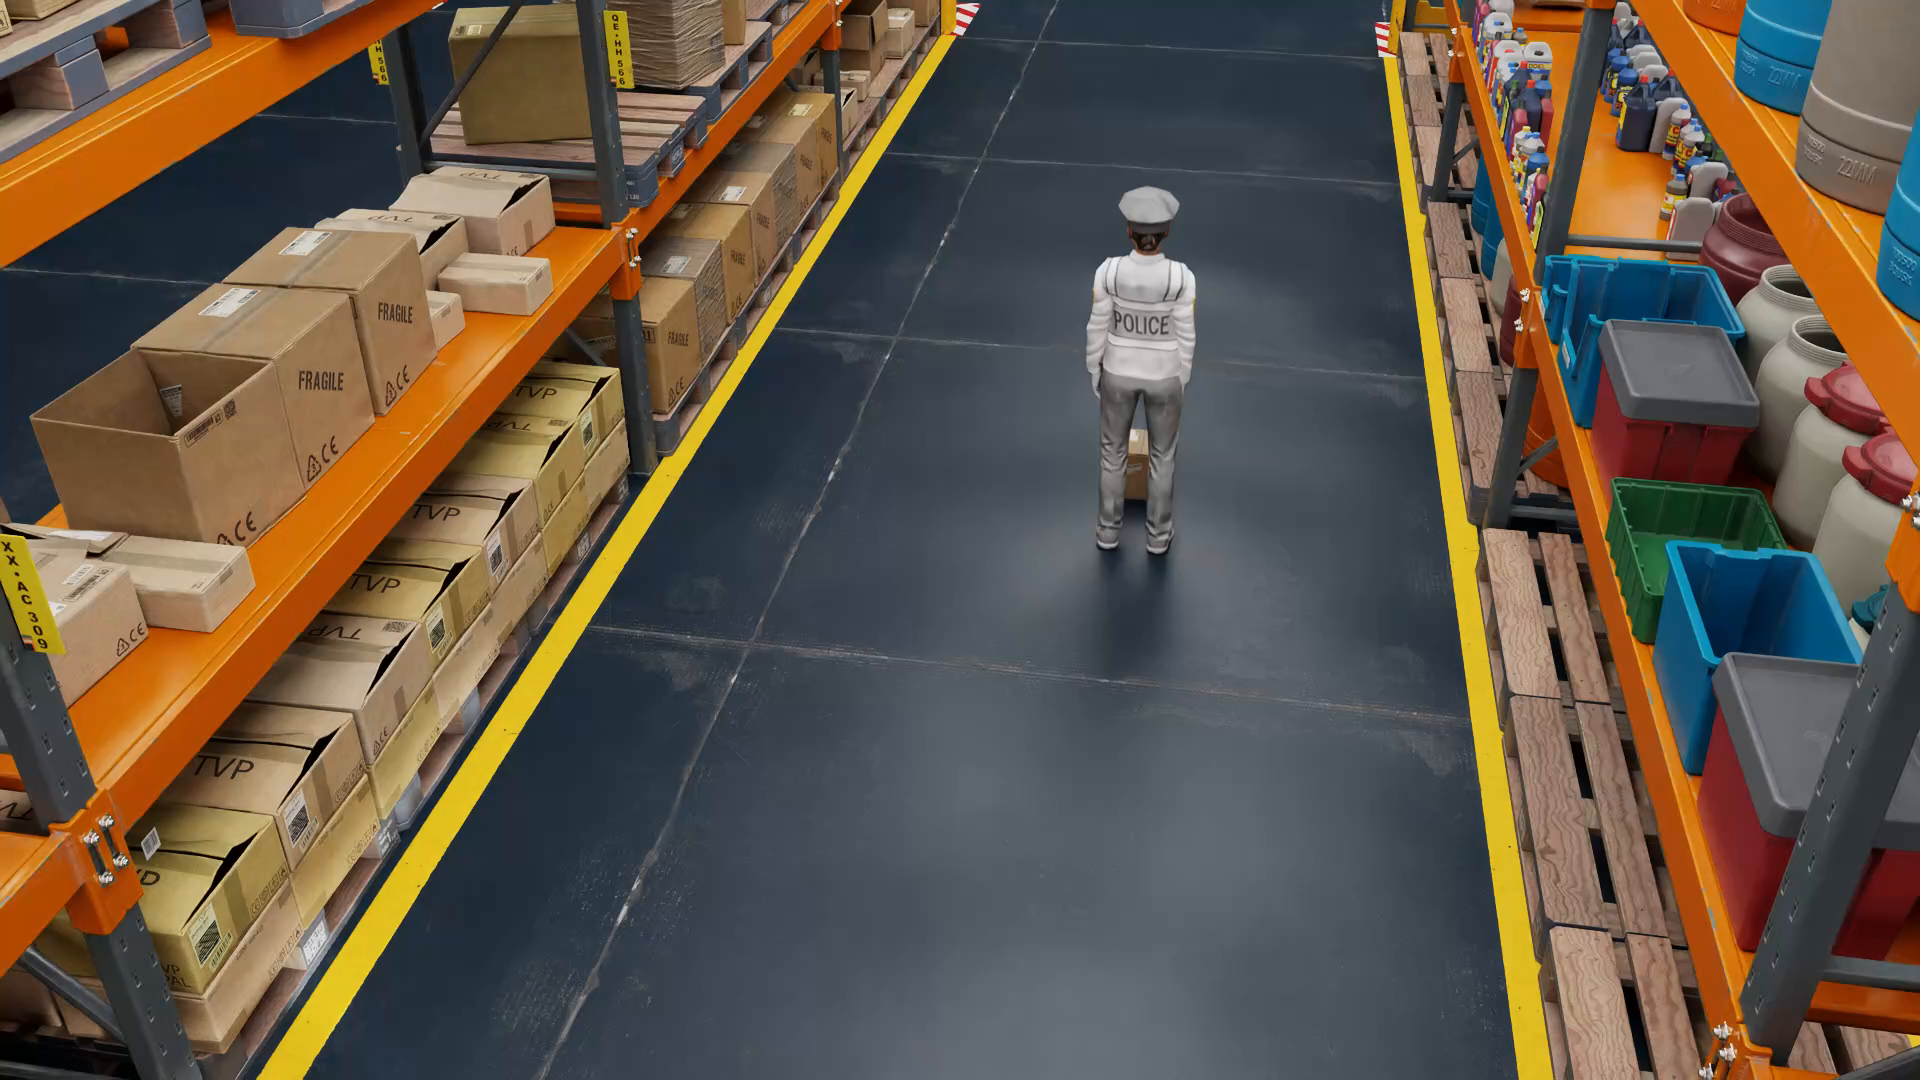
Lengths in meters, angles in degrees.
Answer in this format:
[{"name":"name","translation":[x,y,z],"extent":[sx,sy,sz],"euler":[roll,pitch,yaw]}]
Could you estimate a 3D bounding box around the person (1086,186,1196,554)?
[{"name":"person","translation":[0.780,-0.717,7.254],"extent":[0.467,1.672,0.331],"euler":[6,33,9]}]
